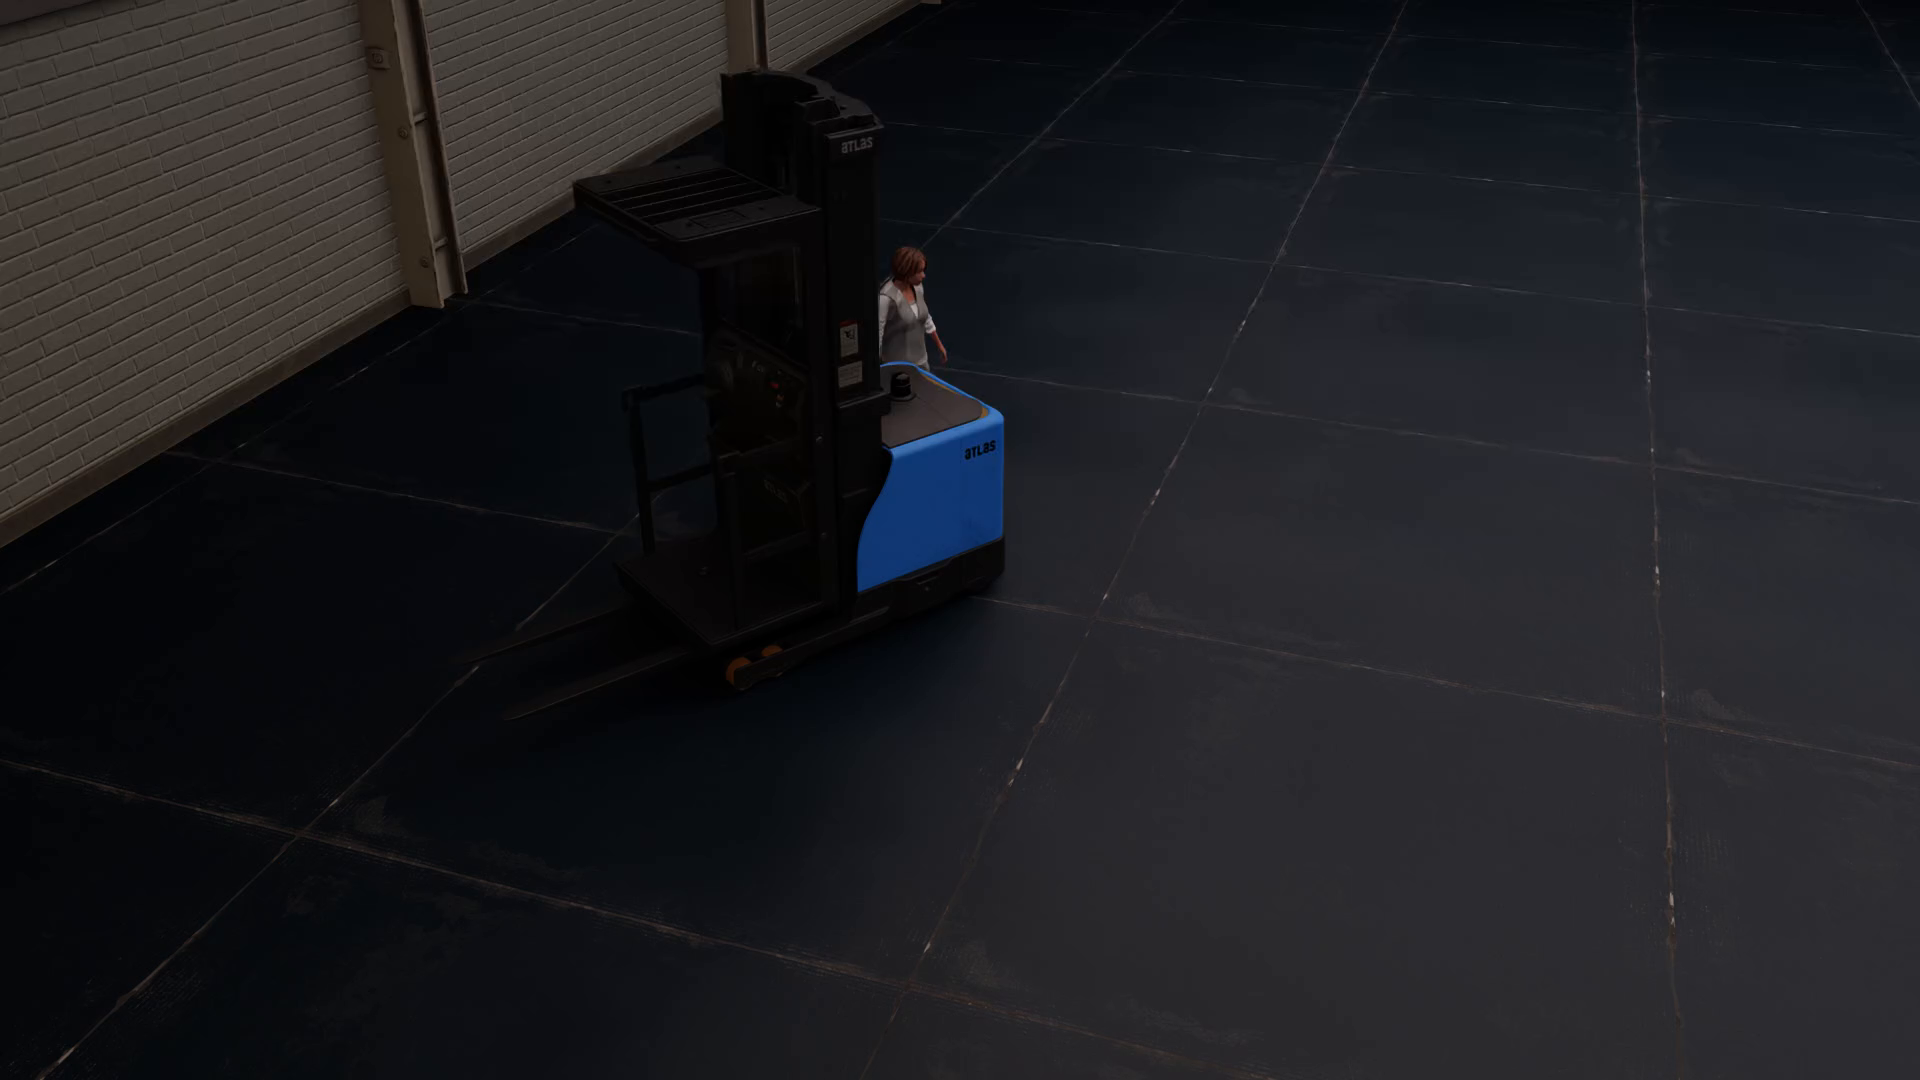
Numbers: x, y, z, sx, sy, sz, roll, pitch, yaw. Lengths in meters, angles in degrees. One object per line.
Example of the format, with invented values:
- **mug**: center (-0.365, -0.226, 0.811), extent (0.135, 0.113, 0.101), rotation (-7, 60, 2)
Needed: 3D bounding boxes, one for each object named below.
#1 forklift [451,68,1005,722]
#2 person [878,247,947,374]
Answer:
- **forklift**: center (-1.219, -0.784, 8.512), extent (3.031, 2.935, 1.130), rotation (-21, 36, -32)
- **person**: center (-0.335, -1.100, 10.443), extent (0.357, 1.573, 0.651), rotation (19, 35, 30)
